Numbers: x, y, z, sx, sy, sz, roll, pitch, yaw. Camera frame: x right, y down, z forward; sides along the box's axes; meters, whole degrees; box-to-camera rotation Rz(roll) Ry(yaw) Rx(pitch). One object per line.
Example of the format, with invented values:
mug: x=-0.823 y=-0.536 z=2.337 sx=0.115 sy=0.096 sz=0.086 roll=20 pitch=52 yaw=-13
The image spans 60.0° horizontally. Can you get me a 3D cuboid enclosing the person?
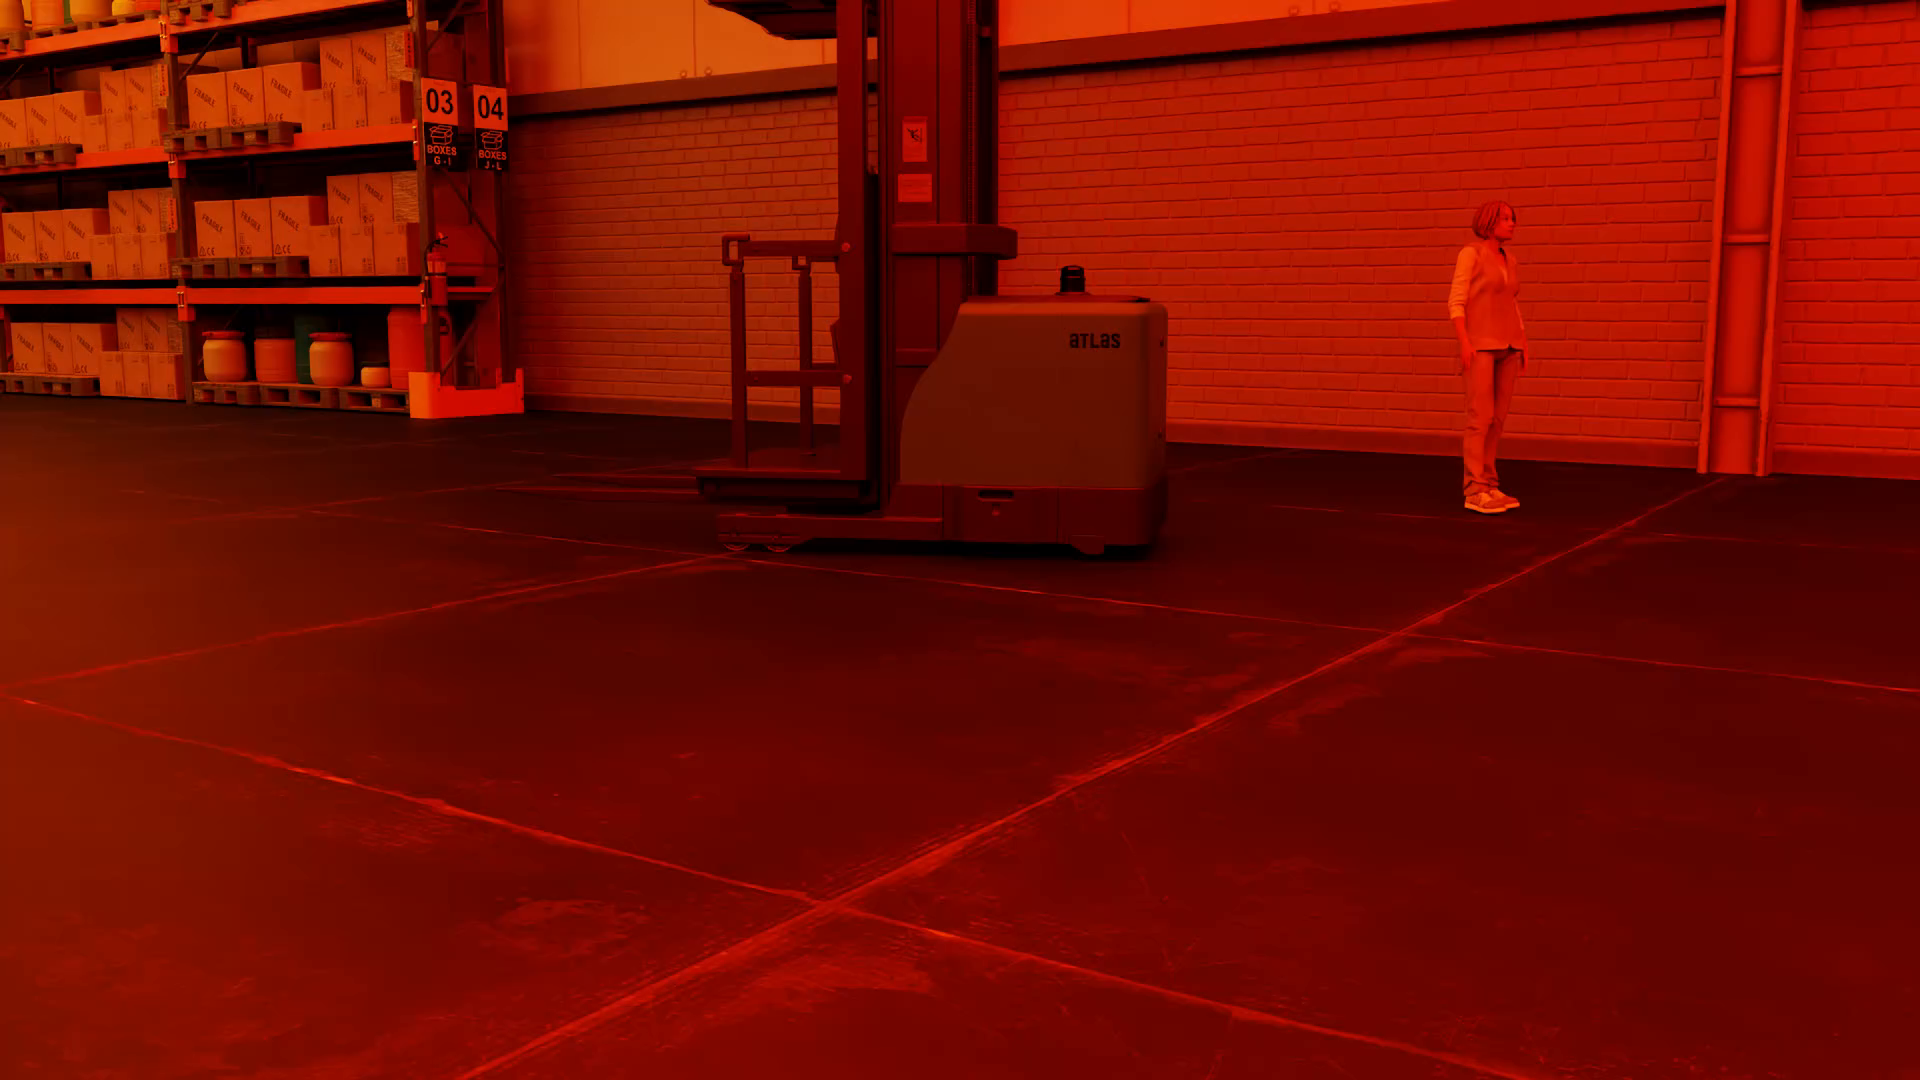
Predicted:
person: x=2.806 y=-0.955 z=8.620 sx=0.514 sy=1.597 sz=0.474 roll=-5 pitch=10 yaw=-33

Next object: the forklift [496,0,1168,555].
forklift: x=-0.596 y=-1.469 z=7.520 sx=3.031 sy=2.935 sz=1.130 roll=2 pitch=8 yaw=12
